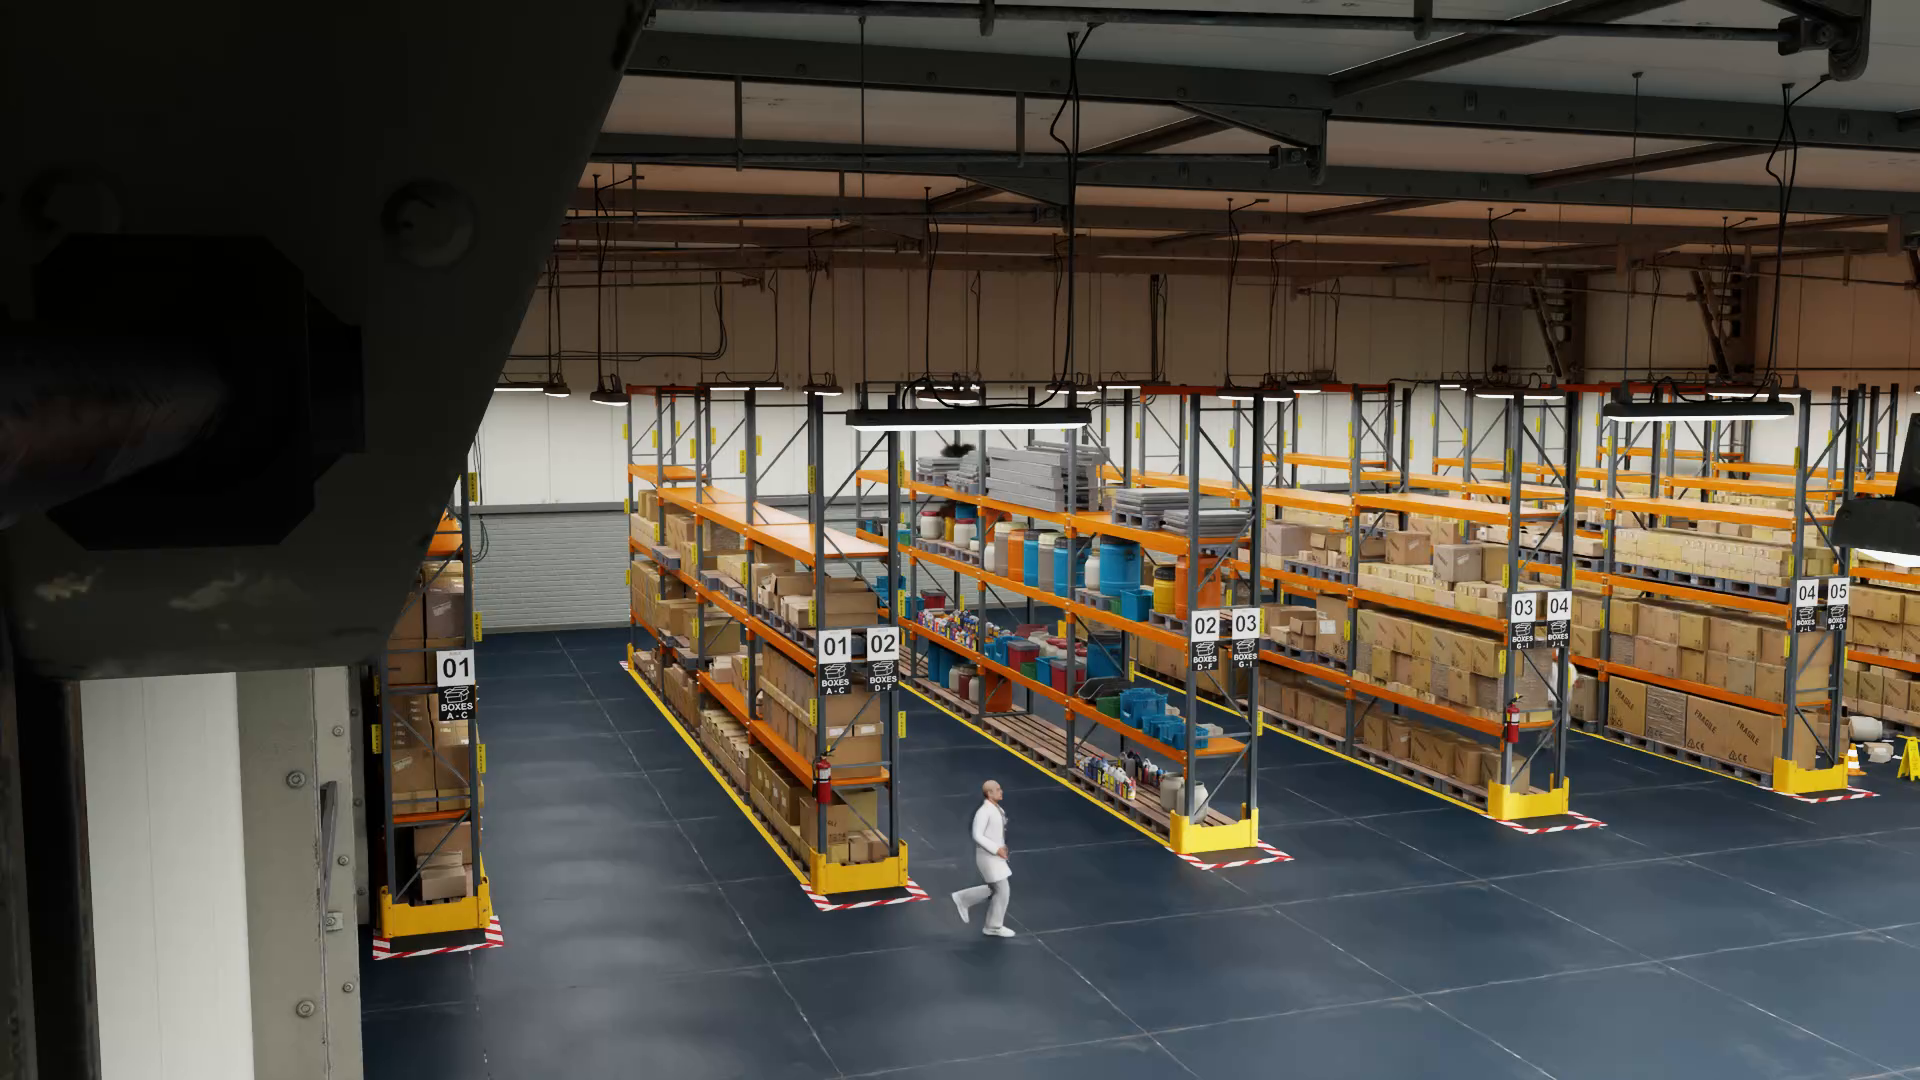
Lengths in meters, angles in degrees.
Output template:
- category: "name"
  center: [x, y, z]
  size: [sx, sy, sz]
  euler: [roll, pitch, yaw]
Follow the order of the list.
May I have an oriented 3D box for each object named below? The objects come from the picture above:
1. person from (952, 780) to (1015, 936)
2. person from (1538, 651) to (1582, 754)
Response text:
- category: "person"
  center: [0.269, 3.563, 18.691]
  size: [0.745, 1.754, 0.755]
  euler: [1, 6, 11]
- category: "person"
  center: [9.841, 2.648, 27.344]
  size: [0.676, 1.794, 0.784]
  euler: [-3, 7, -26]
